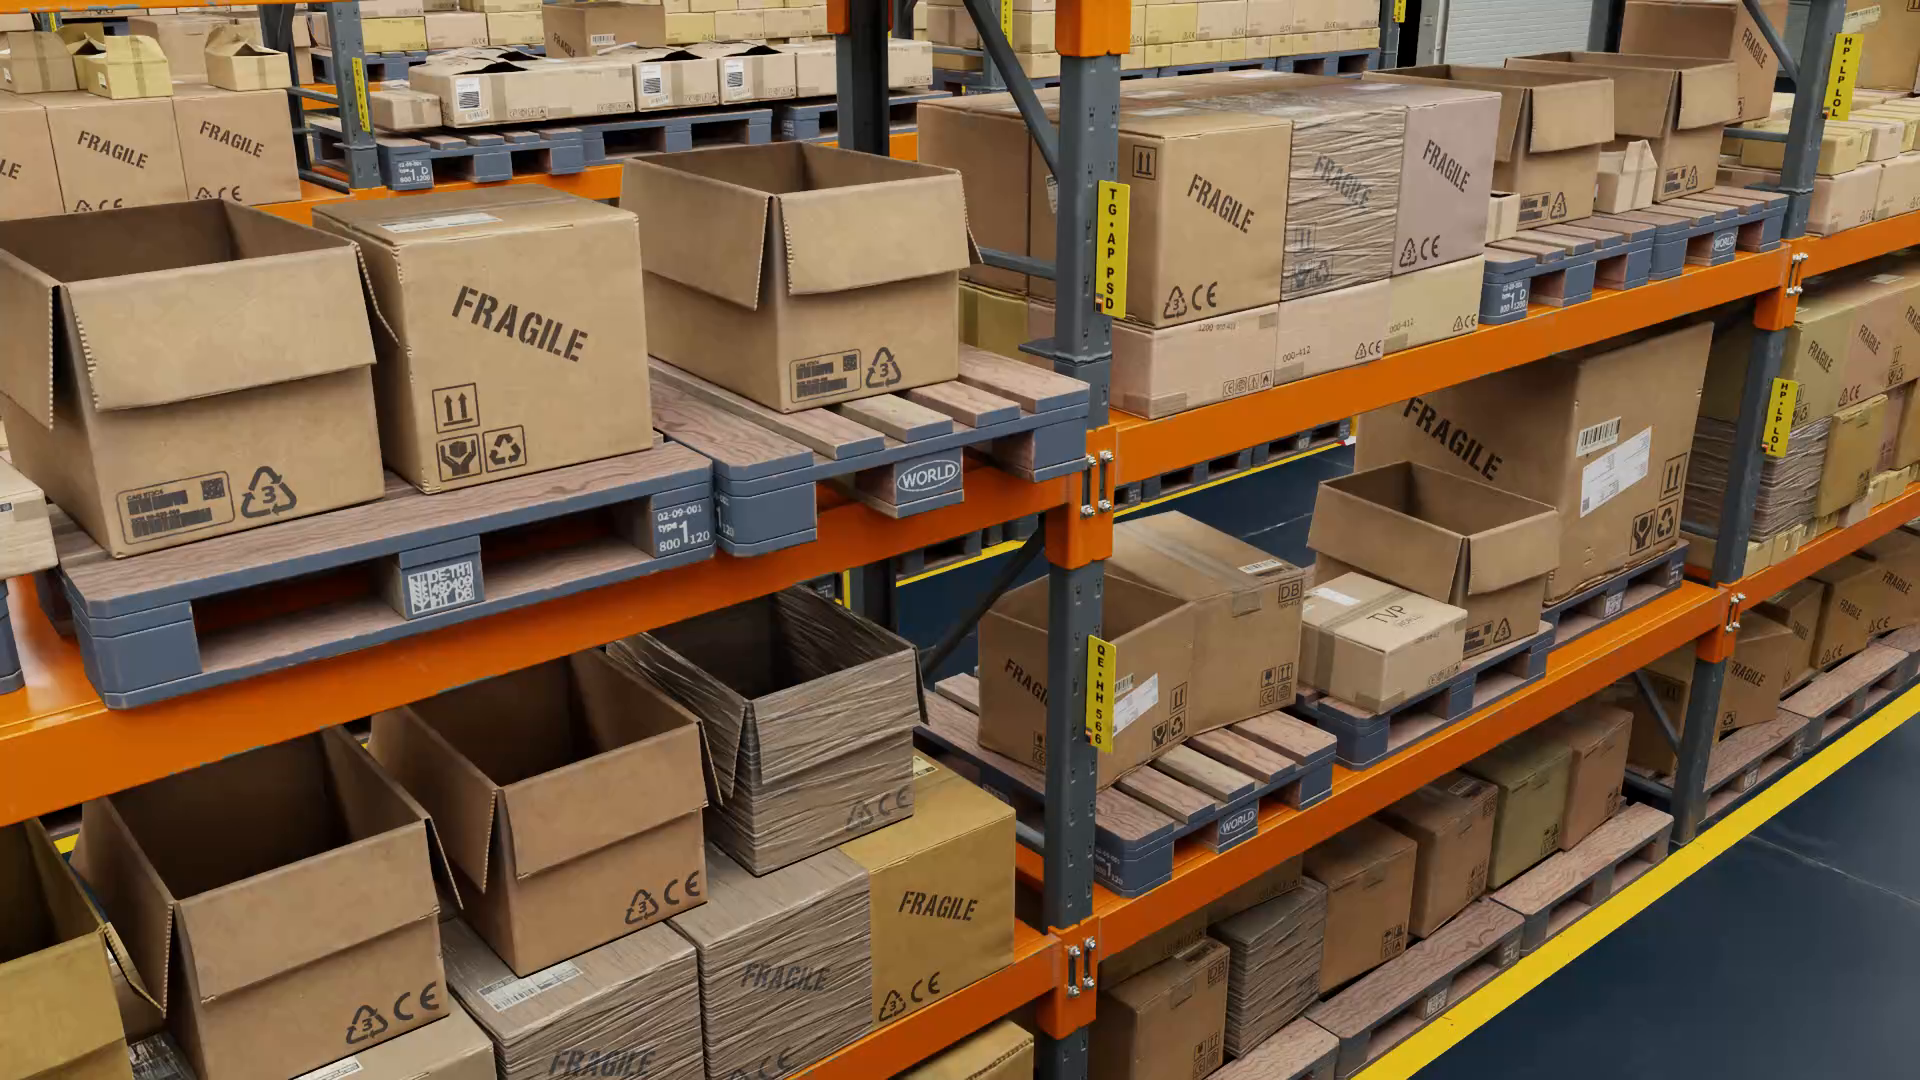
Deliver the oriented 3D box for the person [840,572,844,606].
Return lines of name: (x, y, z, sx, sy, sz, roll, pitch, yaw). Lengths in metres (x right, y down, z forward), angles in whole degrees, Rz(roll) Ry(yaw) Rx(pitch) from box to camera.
person: (-0.505, 0.024, 9.054, 0.350, 1.656, 0.443, -17, 27, -36)
